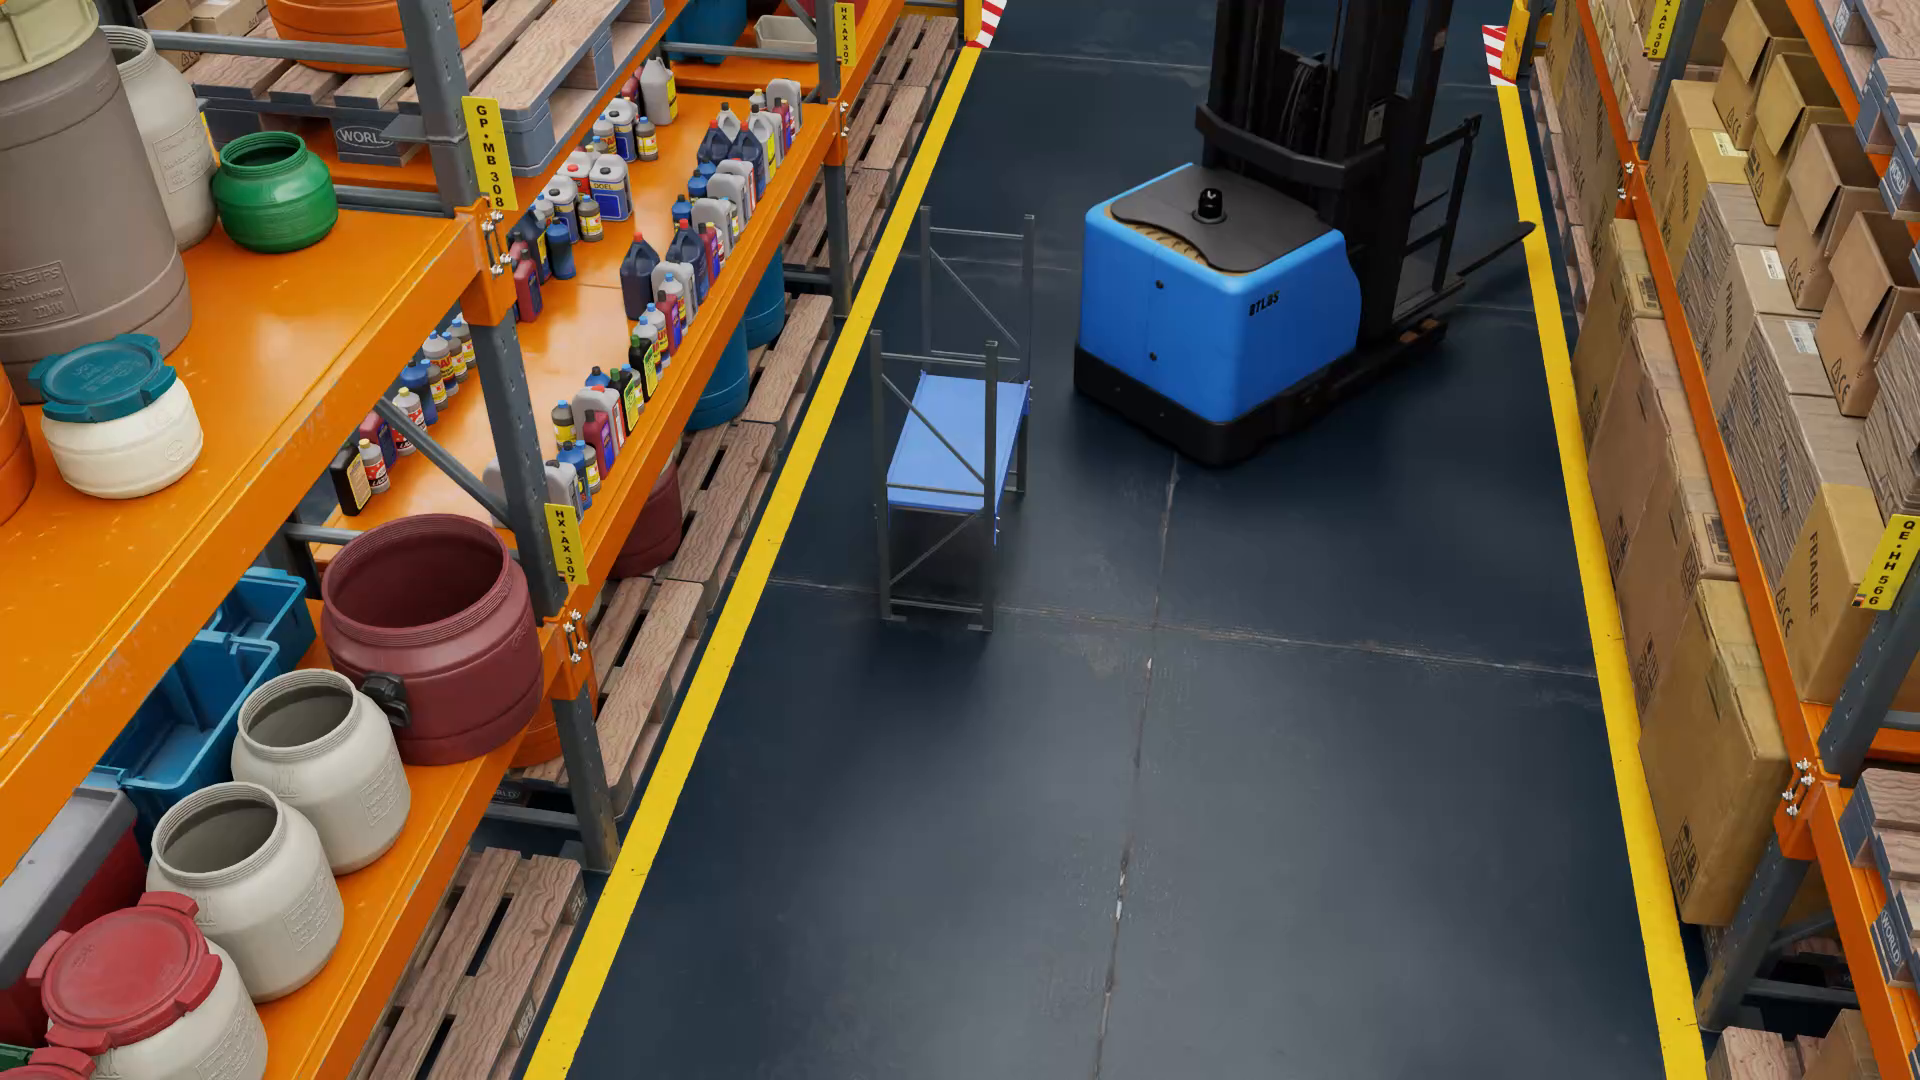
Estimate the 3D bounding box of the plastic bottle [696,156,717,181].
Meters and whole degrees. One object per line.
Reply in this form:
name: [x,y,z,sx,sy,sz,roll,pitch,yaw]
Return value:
plastic bottle: [-1.141,-1.611,7.543,0.097,0.271,0.097,0,40,0]

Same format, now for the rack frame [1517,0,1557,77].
rack frame: [4.455,-4.452,10.877,1.000,3.000,0.127,6,40,8]

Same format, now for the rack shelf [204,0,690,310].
rack shelf: [-1.461,-2.111,6.257,1.077,0.370,4.000,6,40,8]

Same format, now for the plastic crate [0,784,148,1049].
plastic crate: [-2.388,0.978,4.259,0.402,0.464,0.583,6,40,8]

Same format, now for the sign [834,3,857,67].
sign: [-0.573,-2.533,8.339,0.100,0.325,0.005,6,40,8]

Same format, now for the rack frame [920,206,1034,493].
rack frame: [0.073,-0.844,7.690,0.500,1.500,0.032,6,40,8]

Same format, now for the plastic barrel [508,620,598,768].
plastic barrel: [-1.739,0.388,6.397,0.600,0.830,0.708,6,40,8]

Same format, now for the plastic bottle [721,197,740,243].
plastic bottle: [-1.032,-1.422,7.369,0.097,0.201,0.097,0,40,0]

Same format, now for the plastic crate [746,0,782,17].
plastic crate: [-1.186,-3.137,9.456,0.437,0.125,0.590,6,40,8]

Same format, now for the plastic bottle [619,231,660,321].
plastic bottle: [-1.315,-1.097,6.858,0.144,0.351,0.185,6,40,8]

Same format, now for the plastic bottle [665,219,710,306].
plastic bottle: [-1.142,-1.164,6.940,0.144,0.351,0.185,6,40,8]

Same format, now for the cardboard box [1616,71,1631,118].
cardboard box: [3.538,-2.234,8.392,0.380,0.149,0.250,7,40,9]

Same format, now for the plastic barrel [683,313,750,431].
plastic barrel: [-1.348,-1.057,8.088,0.600,0.901,0.708,6,40,8]

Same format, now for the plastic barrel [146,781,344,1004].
plastic barrel: [-1.848,0.913,4.301,0.421,0.512,0.421,0,40,0]

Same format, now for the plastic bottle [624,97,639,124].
plastic bottle: [-1.624,-2.070,8.152,0.097,0.201,0.097,0,40,0]

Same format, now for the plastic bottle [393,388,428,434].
plastic bottle: [-2.063,-0.478,6.227,0.097,0.201,0.097,0,40,0]

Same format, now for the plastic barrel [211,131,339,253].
plastic barrel: [-1.799,-0.913,4.365,0.294,0.245,0.294,0,40,0]

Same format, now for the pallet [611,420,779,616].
pallet: [-1.498,-0.165,7.881,1.003,0.211,1.213,6,40,8]

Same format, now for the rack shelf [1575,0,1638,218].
rack shelf: [4.109,-2.919,9.588,1.077,0.370,4.000,6,40,8]

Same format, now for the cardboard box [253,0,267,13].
cardboard box: [-5.311,-4.012,12.223,0.380,0.166,0.250,6,40,8]

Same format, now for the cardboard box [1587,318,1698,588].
cardboard box: [3.518,-0.320,7.217,1.225,0.875,0.875,5,40,6]

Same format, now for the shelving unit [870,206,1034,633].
shelving unit: [-0.015,-0.524,7.304,0.538,1.500,1.048,6,40,8]

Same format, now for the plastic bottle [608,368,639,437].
plastic bottle: [-1.266,-0.538,6.235,0.061,0.283,0.133,6,40,8]

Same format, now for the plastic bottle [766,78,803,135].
plastic bottle: [-0.865,-2.157,8.199,0.152,0.276,0.135,6,40,8]

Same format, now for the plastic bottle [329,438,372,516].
plastic bottle: [-2.157,-0.233,5.867,0.061,0.283,0.133,6,40,8]

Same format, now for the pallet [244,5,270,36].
pallet: [-5.451,-3.924,12.427,1.003,0.211,1.213,6,40,8]

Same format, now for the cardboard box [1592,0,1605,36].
cardboard box: [3.715,-2.879,9.172,0.380,0.149,0.250,6,40,7]

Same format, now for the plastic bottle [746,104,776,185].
plastic bottle: [-0.952,-1.856,7.776,0.144,0.351,0.185,6,40,8]

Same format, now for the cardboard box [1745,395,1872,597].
cardboard box: [3.004,-0.119,5.558,0.500,0.500,0.500,6,40,7]

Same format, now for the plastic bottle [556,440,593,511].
plastic bottle: [-1.367,-0.233,5.876,0.097,0.271,0.097,0,40,0]

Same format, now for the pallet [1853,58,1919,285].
pallet: [3.130,-0.924,4.405,1.213,0.211,1.003,8,40,10]

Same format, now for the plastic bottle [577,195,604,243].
plastic bottle: [-1.645,-1.434,7.383,0.097,0.201,0.097,0,40,0]

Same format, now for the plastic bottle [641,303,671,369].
plastic bottle: [-1.207,-0.813,6.578,0.097,0.271,0.097,0,40,0]

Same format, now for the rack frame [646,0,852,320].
rack frame: [-1.115,-2.488,8.502,1.000,3.000,0.127,6,40,8]

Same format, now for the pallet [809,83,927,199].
pallet: [-0.817,-2.647,10.882,1.003,0.211,1.213,6,40,8]

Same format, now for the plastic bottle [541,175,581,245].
plastic bottle: [-1.771,-1.465,7.362,0.152,0.276,0.135,6,40,8]

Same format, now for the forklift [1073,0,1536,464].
forklift: [2.027,-2.314,8.346,3.031,2.935,1.130,-30,48,-31]

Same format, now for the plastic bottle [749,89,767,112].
plastic bottle: [-0.991,-2.130,8.225,0.097,0.201,0.097,0,40,0]

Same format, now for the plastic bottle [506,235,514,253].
plastic bottle: [-1.904,-1.150,6.976,0.061,0.283,0.133,6,40,8]

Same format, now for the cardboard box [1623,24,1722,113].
cardboard box: [3.581,-2.304,8.164,0.500,0.250,0.500,6,40,7]

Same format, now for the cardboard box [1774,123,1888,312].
cardboard box: [3.439,-1.144,6.010,0.797,0.503,0.637,8,40,9]

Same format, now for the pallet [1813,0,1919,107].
pallet: [3.321,-1.627,5.254,1.003,0.211,1.213,8,40,10]

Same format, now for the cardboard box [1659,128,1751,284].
cardboard box: [3.351,-1.403,7.112,0.500,0.500,0.500,6,40,8]

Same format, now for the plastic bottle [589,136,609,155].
plastic bottle: [-1.697,-1.802,7.828,0.097,0.201,0.097,0,40,0]

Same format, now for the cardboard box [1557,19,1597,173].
cardboard box: [4.266,-2.813,10.233,0.875,0.875,0.875,6,40,8]

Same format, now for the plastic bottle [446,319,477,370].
plastic bottle: [-1.978,-0.783,6.596,0.097,0.201,0.097,0,40,0]
